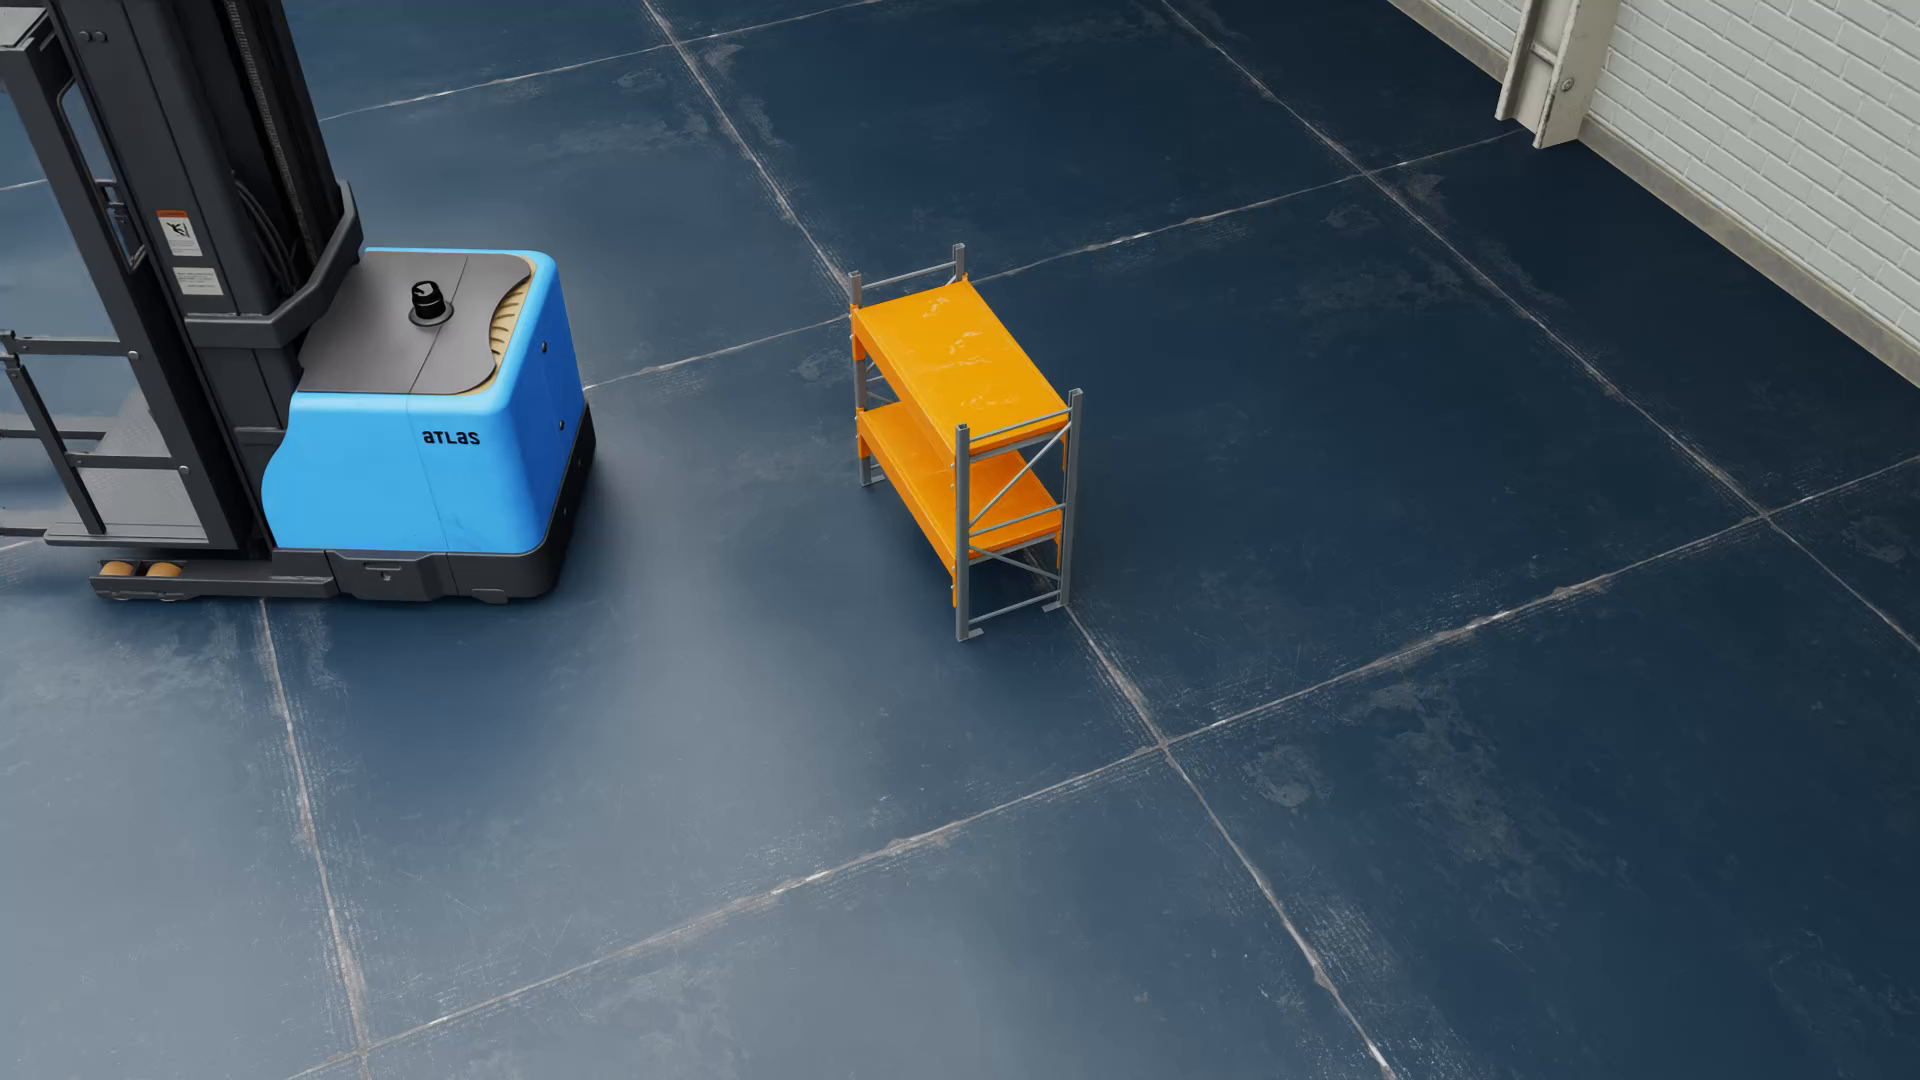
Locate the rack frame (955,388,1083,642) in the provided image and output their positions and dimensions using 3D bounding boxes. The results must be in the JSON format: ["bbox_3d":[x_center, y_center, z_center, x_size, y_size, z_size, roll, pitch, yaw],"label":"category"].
[{"bbox_3d":[0.217,-0.072,6.391,0.500,1.125,0.032,-18,47,-17],"label":"rack frame"}]

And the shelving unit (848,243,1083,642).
[{"bbox_3d":[0.003,-0.396,6.719,0.538,1.125,1.048,-18,47,-17],"label":"shelving unit"}]

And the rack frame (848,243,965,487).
[{"bbox_3d":[-0.211,-0.720,7.048,0.500,1.125,0.032,-18,47,-17],"label":"rack frame"}]

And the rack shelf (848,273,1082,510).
[{"bbox_3d":[0.003,-0.604,6.514,0.538,0.278,1.000,-18,47,-17],"label":"rack shelf"}]

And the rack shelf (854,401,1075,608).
[{"bbox_3d":[0.003,-0.222,6.891,0.538,0.278,1.000,-18,47,-17],"label":"rack shelf"}]

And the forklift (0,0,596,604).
[{"bbox_3d":[-3.159,-1.161,6.208,3.031,2.935,1.130,1,45,1],"label":"forklift"}]

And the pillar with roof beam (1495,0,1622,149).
[{"bbox_3d":[-0.600,-4.299,5.069,9.100,9.000,0.400,-18,47,-17],"label":"pillar with roof beam"}]
